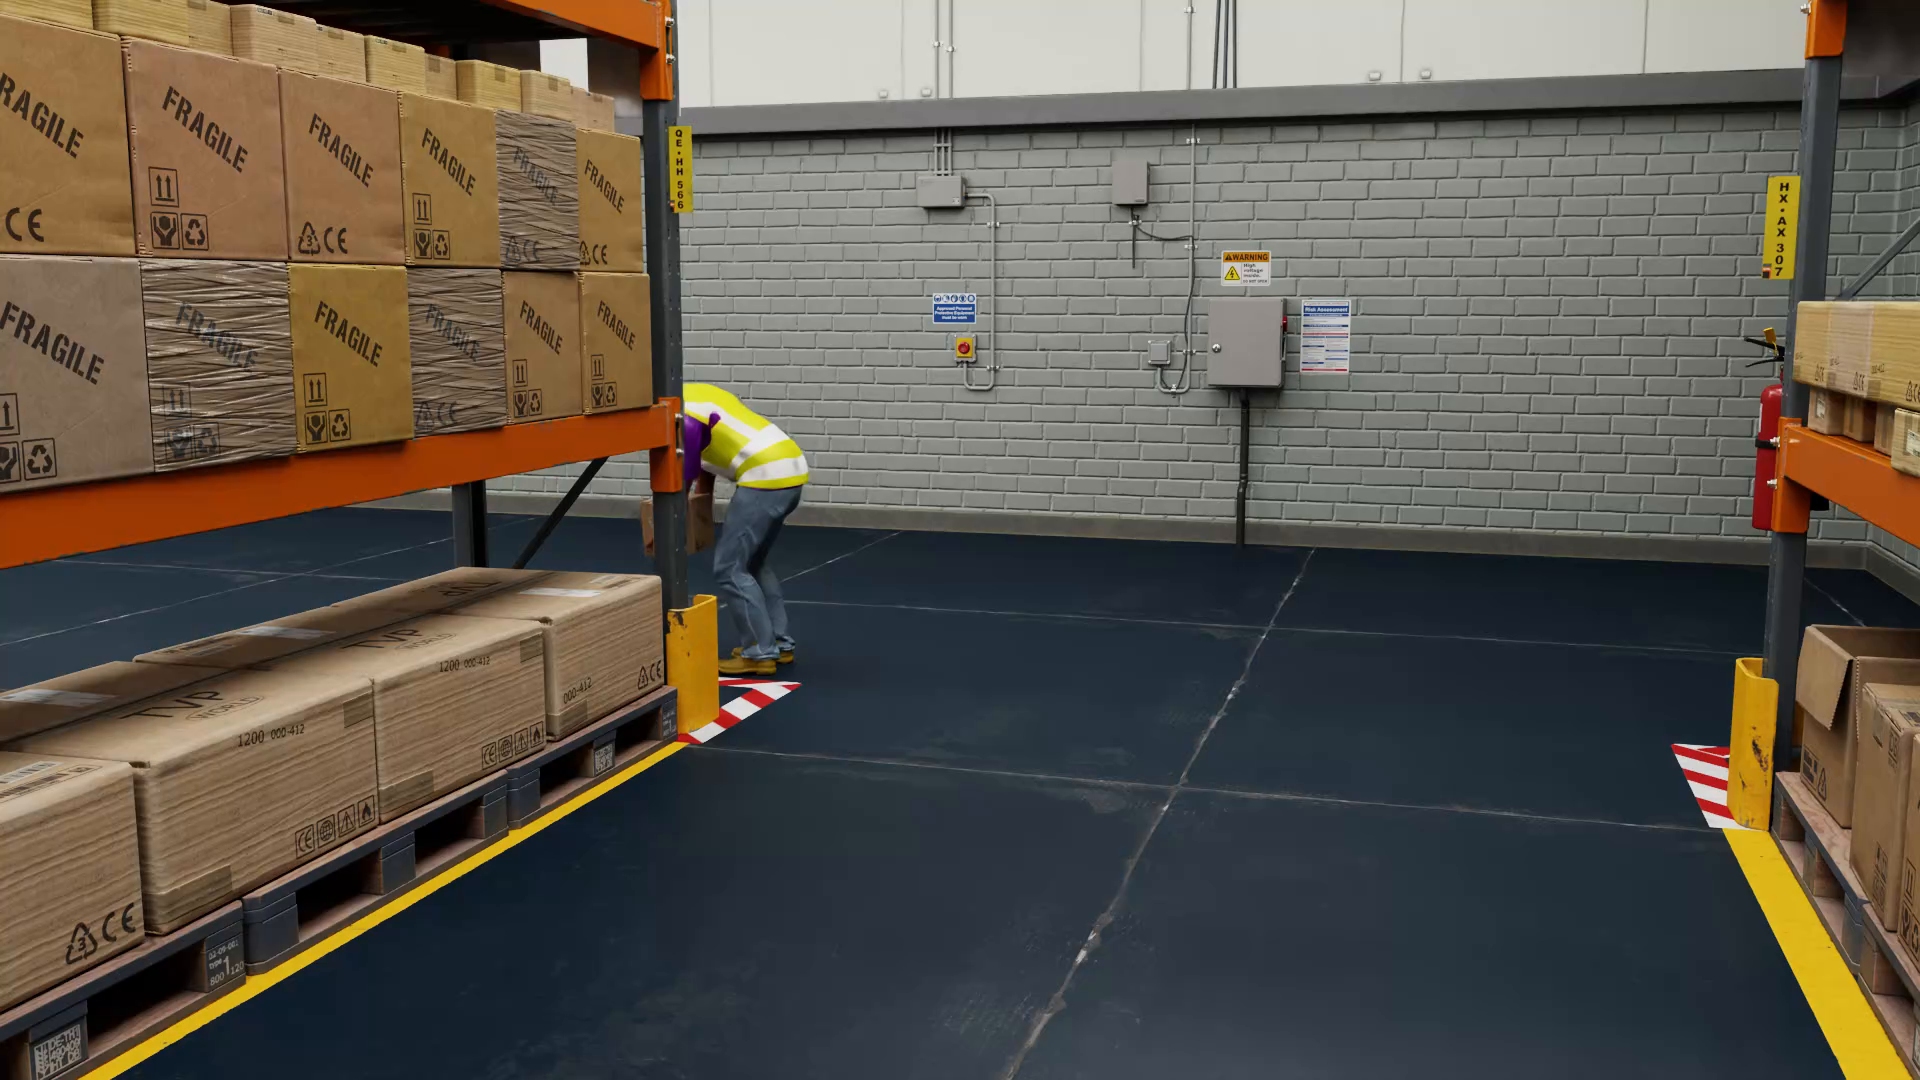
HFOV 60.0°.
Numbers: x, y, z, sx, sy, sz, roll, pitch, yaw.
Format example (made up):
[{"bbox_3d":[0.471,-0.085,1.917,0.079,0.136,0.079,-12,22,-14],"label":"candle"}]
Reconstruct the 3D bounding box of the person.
[{"bbox_3d":[-1.038,-0.255,7.664,0.613,1.718,0.498,2,8,10],"label":"person"}]
